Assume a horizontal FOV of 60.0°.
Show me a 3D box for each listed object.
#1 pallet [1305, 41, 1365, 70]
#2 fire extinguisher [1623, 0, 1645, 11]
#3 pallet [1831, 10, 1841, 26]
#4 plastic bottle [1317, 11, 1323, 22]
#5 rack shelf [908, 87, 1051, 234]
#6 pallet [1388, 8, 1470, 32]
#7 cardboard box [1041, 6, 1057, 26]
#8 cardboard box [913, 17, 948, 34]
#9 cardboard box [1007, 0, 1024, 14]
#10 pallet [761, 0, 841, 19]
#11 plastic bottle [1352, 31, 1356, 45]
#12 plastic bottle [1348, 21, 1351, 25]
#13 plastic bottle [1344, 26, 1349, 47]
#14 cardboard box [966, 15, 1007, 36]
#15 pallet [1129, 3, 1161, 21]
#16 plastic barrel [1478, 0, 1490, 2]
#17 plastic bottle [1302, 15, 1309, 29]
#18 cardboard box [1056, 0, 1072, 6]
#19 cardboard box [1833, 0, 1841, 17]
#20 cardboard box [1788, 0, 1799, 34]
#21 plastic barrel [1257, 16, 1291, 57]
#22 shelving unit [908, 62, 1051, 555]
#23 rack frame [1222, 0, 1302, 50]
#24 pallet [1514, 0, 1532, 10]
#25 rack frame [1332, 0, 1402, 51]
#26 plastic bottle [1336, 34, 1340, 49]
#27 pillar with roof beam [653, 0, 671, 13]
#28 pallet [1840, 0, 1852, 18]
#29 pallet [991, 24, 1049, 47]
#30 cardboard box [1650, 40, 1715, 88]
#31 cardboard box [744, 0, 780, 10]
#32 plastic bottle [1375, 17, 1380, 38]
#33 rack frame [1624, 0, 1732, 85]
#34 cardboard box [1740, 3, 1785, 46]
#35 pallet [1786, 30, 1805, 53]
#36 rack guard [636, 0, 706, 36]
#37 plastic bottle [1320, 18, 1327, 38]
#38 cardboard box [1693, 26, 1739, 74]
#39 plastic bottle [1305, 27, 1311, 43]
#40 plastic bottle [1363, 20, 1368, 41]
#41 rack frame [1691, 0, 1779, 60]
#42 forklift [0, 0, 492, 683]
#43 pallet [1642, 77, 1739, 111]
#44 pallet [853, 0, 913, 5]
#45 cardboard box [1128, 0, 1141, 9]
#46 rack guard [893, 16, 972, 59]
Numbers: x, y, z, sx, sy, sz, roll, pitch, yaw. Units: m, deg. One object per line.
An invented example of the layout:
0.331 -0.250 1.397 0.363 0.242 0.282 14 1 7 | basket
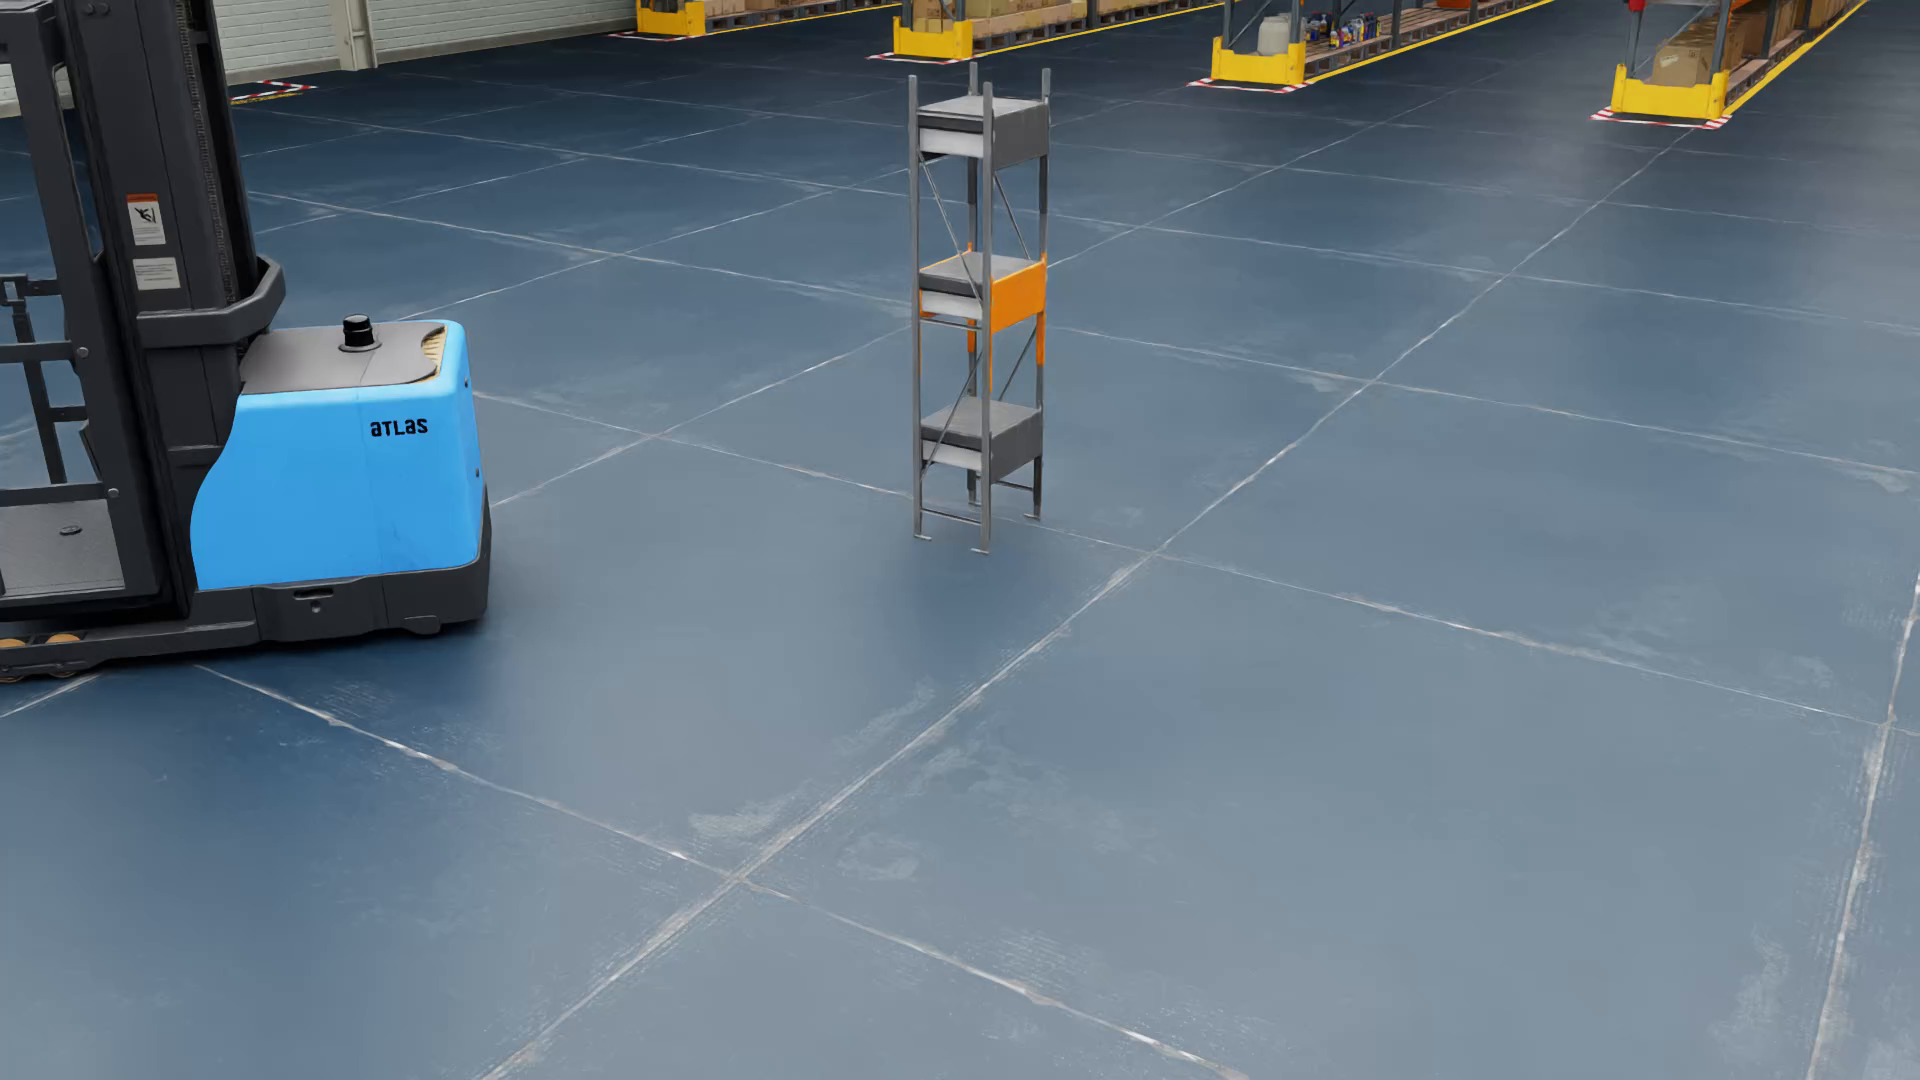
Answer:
4.906 -6.715 22.995 1.003 0.211 1.213 14 27 29 | pallet
7.584 -6.260 18.532 0.296 0.674 0.183 14 27 29 | fire extinguisher
14.023 -8.732 27.655 1.003 0.211 1.213 14 27 29 | pallet
5.160 -7.426 23.910 0.144 0.351 0.185 15 27 30 | plastic bottle
0.087 -1.649 7.189 0.431 0.518 0.480 14 27 29 | rack shelf
7.607 -8.443 26.986 1.003 0.211 1.213 14 27 29 | pallet
1.150 -8.055 25.513 0.500 0.250 0.500 14 27 29 | cardboard box
-0.346 -7.489 24.205 0.500 0.250 0.500 14 27 29 | cardboard box
0.609 -8.065 24.592 0.500 0.500 0.500 14 27 29 | cardboard box
-2.802 -9.188 28.708 1.003 0.211 1.213 14 27 29 | pallet
5.444 -6.992 23.094 0.097 0.201 0.097 0 23 0 | plastic bottle
5.471 -7.142 23.338 0.061 0.283 0.133 14 27 29 | plastic bottle
5.283 -6.921 22.843 0.097 0.271 0.097 0 23 0 | plastic bottle
0.355 -7.550 24.346 0.500 0.250 0.500 14 27 29 | cardboard box
2.730 -9.055 28.402 1.003 0.211 1.213 14 27 29 | pallet
8.888 -9.612 28.683 0.600 0.588 0.708 14 27 29 | plastic barrel
4.836 -7.219 23.431 0.144 0.351 0.185 14 27 29 | plastic bottle
1.400 -8.571 25.762 0.500 0.500 0.500 14 27 29 | cardboard box
13.575 -8.983 26.872 1.225 0.875 0.875 13 27 27 | cardboard box
11.920 -7.762 24.497 0.700 0.500 0.500 12 26 26 | cardboard box
4.111 -6.565 21.741 0.421 0.512 0.421 0 23 0 | plastic barrel
0.087 -1.019 7.462 0.431 2.100 0.503 14 27 29 | shelving unit
3.828 -7.276 20.781 1.000 3.000 0.127 14 27 29 | rack frame
9.716 -9.794 30.109 1.003 0.211 1.213 14 27 29 | pallet
5.938 -8.626 23.899 1.000 3.000 0.127 14 27 29 | rack frame
5.104 -6.775 22.592 0.097 0.201 0.097 0 23 0 | plastic bottle
-1.296 -11.620 23.265 9.100 9.000 0.400 14 27 29 | pillar with roof beam
14.834 -9.248 28.848 1.003 0.211 1.213 14 27 29 | pallet
0.634 -7.712 25.299 1.003 0.211 1.213 14 27 29 | pallet
8.380 -5.490 19.275 0.500 0.500 0.500 20 30 38 | cardboard box
-3.417 -9.051 27.474 0.700 0.500 0.500 12 26 26 | cardboard box
5.965 -7.349 23.817 0.061 0.283 0.133 15 28 32 | plastic bottle
8.036 -6.238 18.383 1.000 3.000 0.127 14 27 29 | rack frame
11.051 -7.191 23.178 0.700 0.500 0.500 11 26 24 | cardboard box
11.843 -7.395 24.565 1.003 0.211 1.213 14 27 29 | pallet
-4.548 -8.230 26.132 1.175 0.500 0.348 14 27 29 | rack guard
5.186 -7.316 23.754 0.097 0.271 0.097 0 23 0 | plastic bottle
9.345 -6.086 20.650 0.500 0.500 0.500 11 26 24 | cardboard box
4.864 -7.077 23.291 0.097 0.201 0.097 0 23 0 | plastic bottle
5.692 -7.175 23.413 0.061 0.283 0.133 16 28 32 | plastic bottle
10.146 -7.588 21.501 1.000 3.000 0.127 14 27 29 | rack frame
-3.537 -1.021 6.418 3.031 2.935 1.130 -5 24 -12 | forklift
8.535 -5.250 19.612 1.003 0.211 1.213 14 27 29 | pallet
-1.426 -10.099 30.812 1.003 0.211 1.213 14 27 29 | pallet
2.697 -9.028 27.760 0.500 0.250 0.500 13 27 27 | cardboard box
-0.390 -7.160 23.659 1.175 0.500 0.348 14 27 29 | rack guard
